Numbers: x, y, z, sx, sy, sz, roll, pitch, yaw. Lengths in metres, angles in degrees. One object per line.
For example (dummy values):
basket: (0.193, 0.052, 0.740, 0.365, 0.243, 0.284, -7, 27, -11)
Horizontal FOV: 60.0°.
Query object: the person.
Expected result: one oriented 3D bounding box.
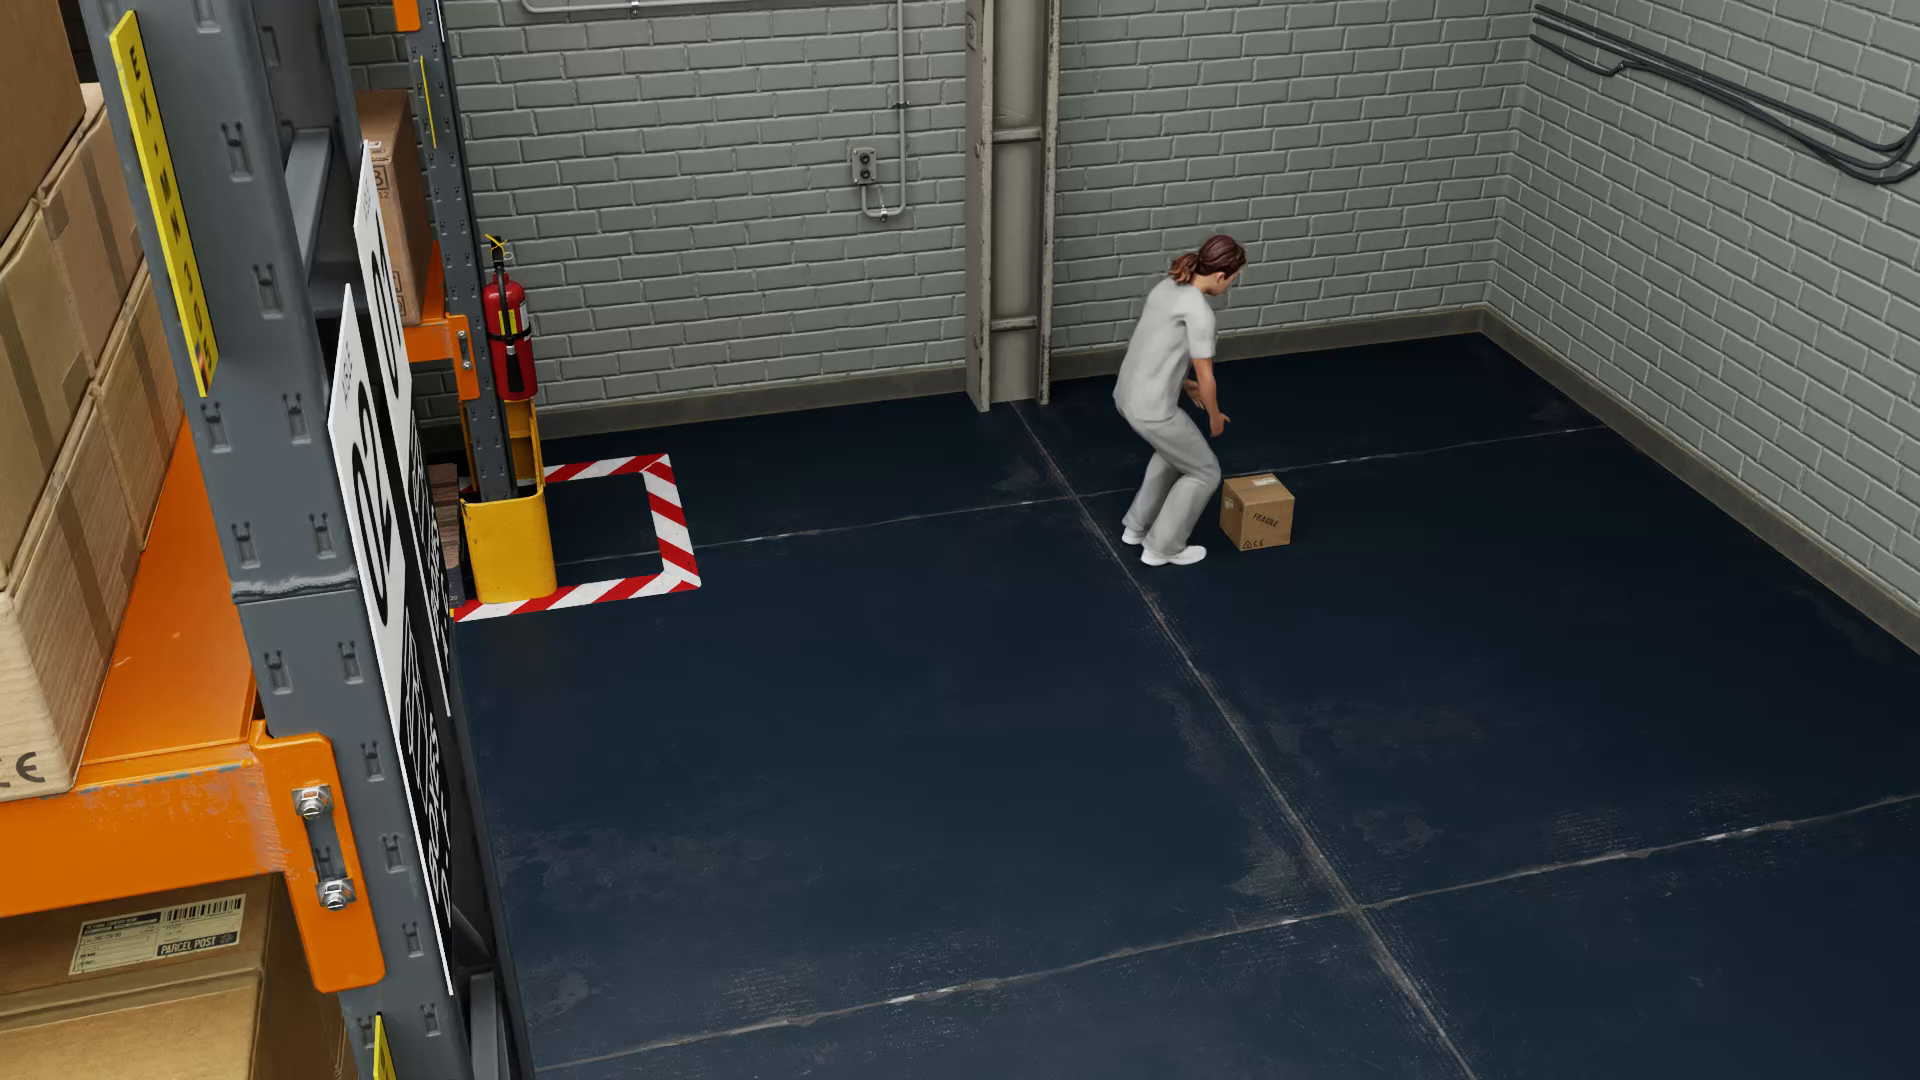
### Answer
person: (0.951, -0.617, 7.380, 0.553, 1.487, 0.486, -8, 31, -13)
